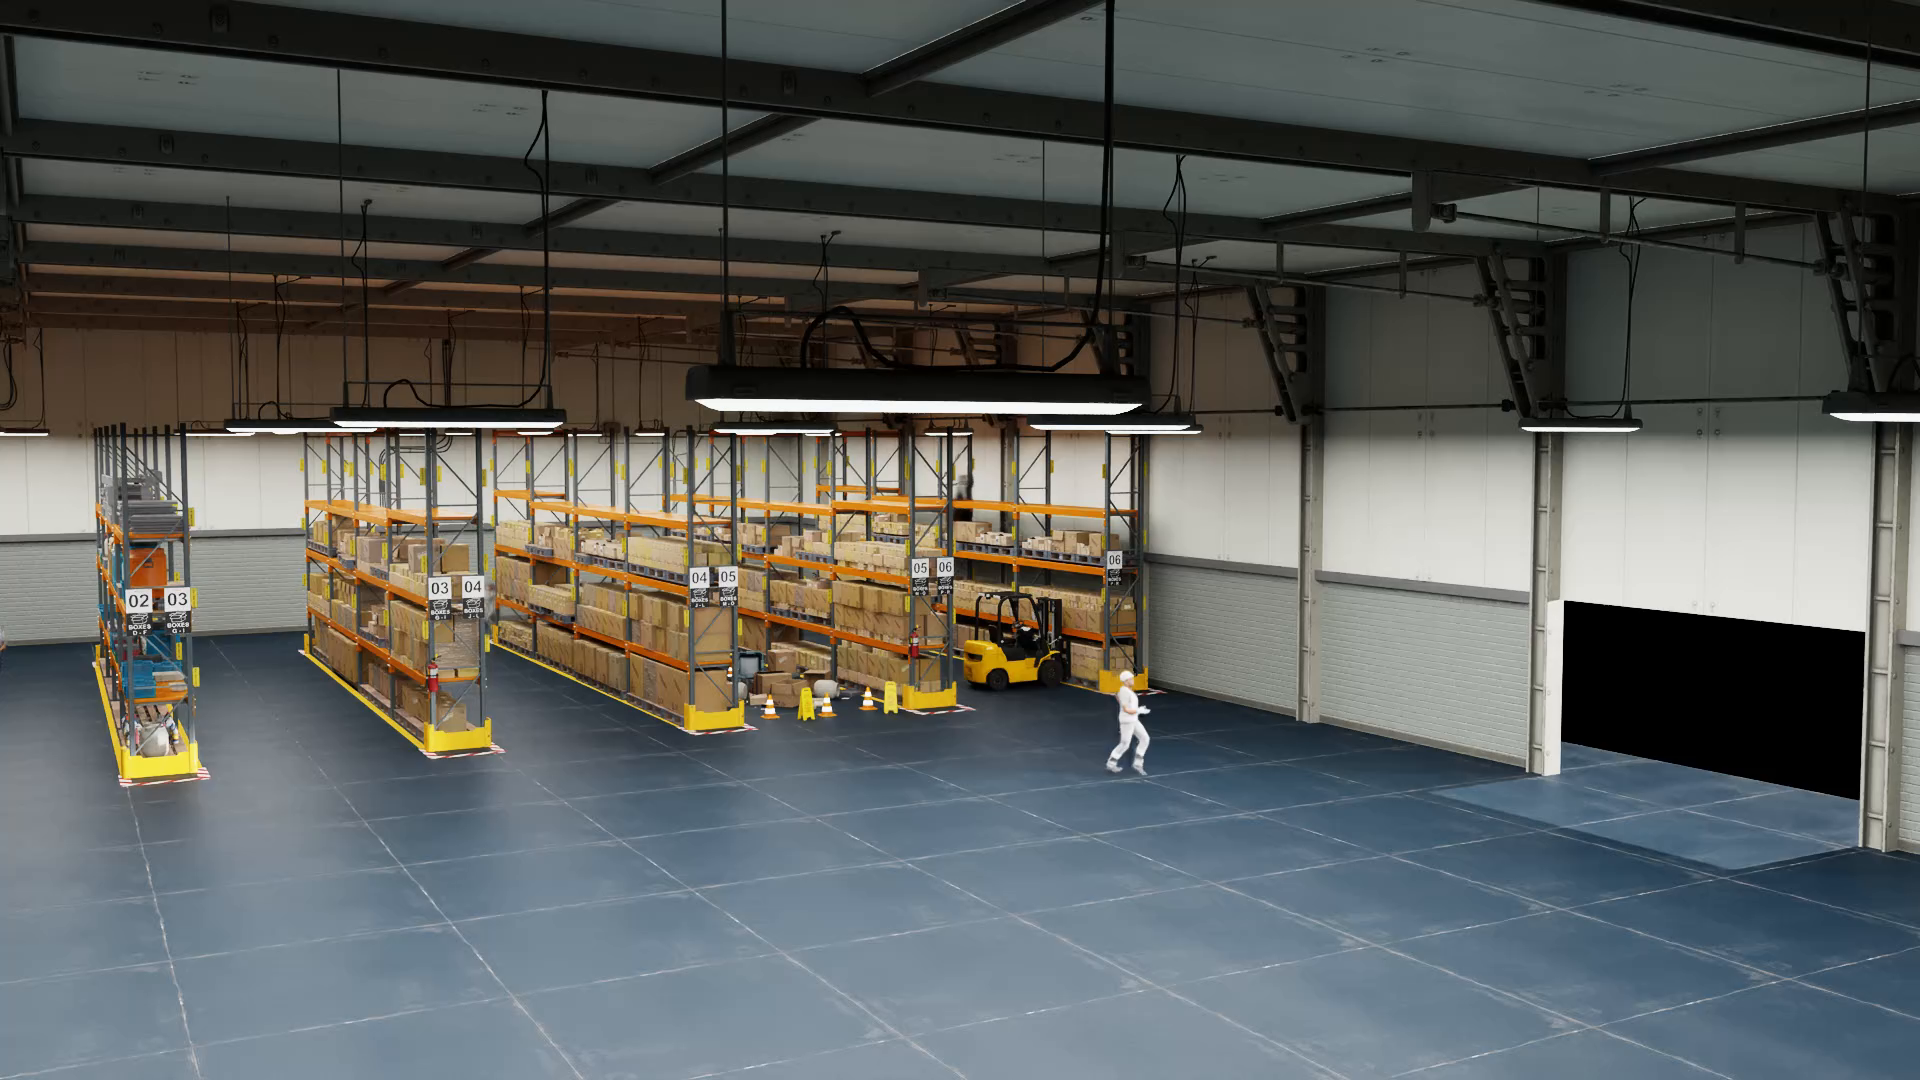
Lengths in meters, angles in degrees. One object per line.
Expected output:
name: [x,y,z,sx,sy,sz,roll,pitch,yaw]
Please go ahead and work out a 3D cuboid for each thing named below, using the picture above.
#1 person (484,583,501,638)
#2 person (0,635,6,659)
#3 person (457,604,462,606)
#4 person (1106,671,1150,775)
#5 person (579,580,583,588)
person: [-13.440,2.023,47.823,0.606,1.591,0.616,-3,5,-40]
person: [-21.546,2.670,36.934,0.630,1.638,0.792,-2,4,-33]
person: [-14.052,2.136,45.893,0.645,1.616,0.512,0,3,-1]
person: [2.880,3.131,28.371,0.755,1.812,0.670,1,4,19]
person: [-10.834,1.996,47.355,0.681,1.742,0.847,-3,5,-44]
